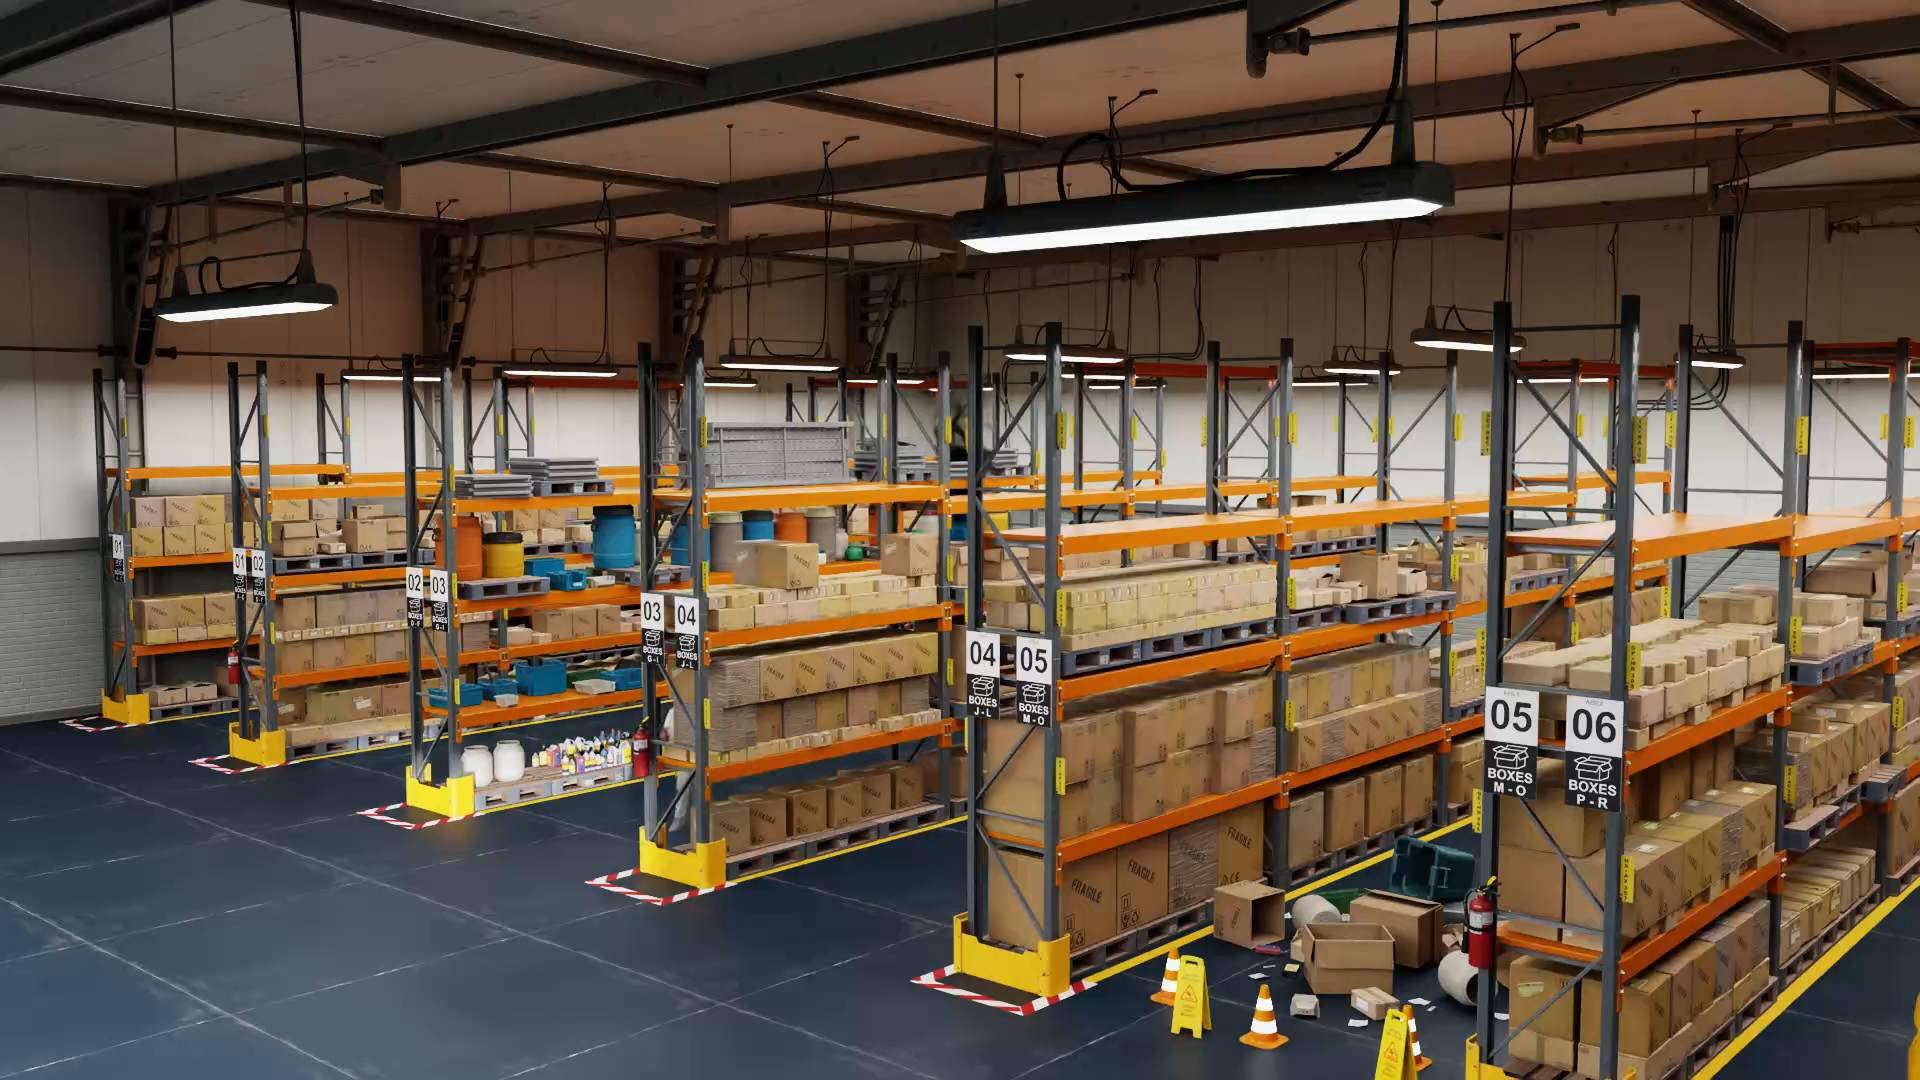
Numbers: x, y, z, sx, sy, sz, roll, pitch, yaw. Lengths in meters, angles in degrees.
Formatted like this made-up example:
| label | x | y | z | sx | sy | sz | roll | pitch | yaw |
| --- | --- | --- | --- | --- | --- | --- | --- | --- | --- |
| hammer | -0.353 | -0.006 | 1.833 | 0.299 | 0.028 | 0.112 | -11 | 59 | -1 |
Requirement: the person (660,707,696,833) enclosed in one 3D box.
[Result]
| label | x | y | z | sx | sy | sz | roll | pitch | yaw |
| --- | --- | --- | --- | --- | --- | --- | --- | --- | --- |
| person | -3.440 | 2.730 | 21.115 | 0.671 | 1.821 | 0.964 | 3 | 5 | 32 |

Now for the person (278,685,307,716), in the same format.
| label | x | y | z | sx | sy | sz | roll | pitch | yaw |
| --- | --- | --- | --- | --- | --- | --- | --- | --- | --- |
| person | -10.853 | 2.348 | 26.905 | 0.660 | 1.671 | 0.782 | 3 | 5 | 39 |

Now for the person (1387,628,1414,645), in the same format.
| label | x | y | z | sx | sy | sz | roll | pitch | yaw |
| --- | --- | --- | --- | --- | --- | --- | --- | --- | --- |
| person | 8.238 | 2.089 | 31.165 | 0.536 | 1.607 | 0.659 | -2 | 5 | -21 |
